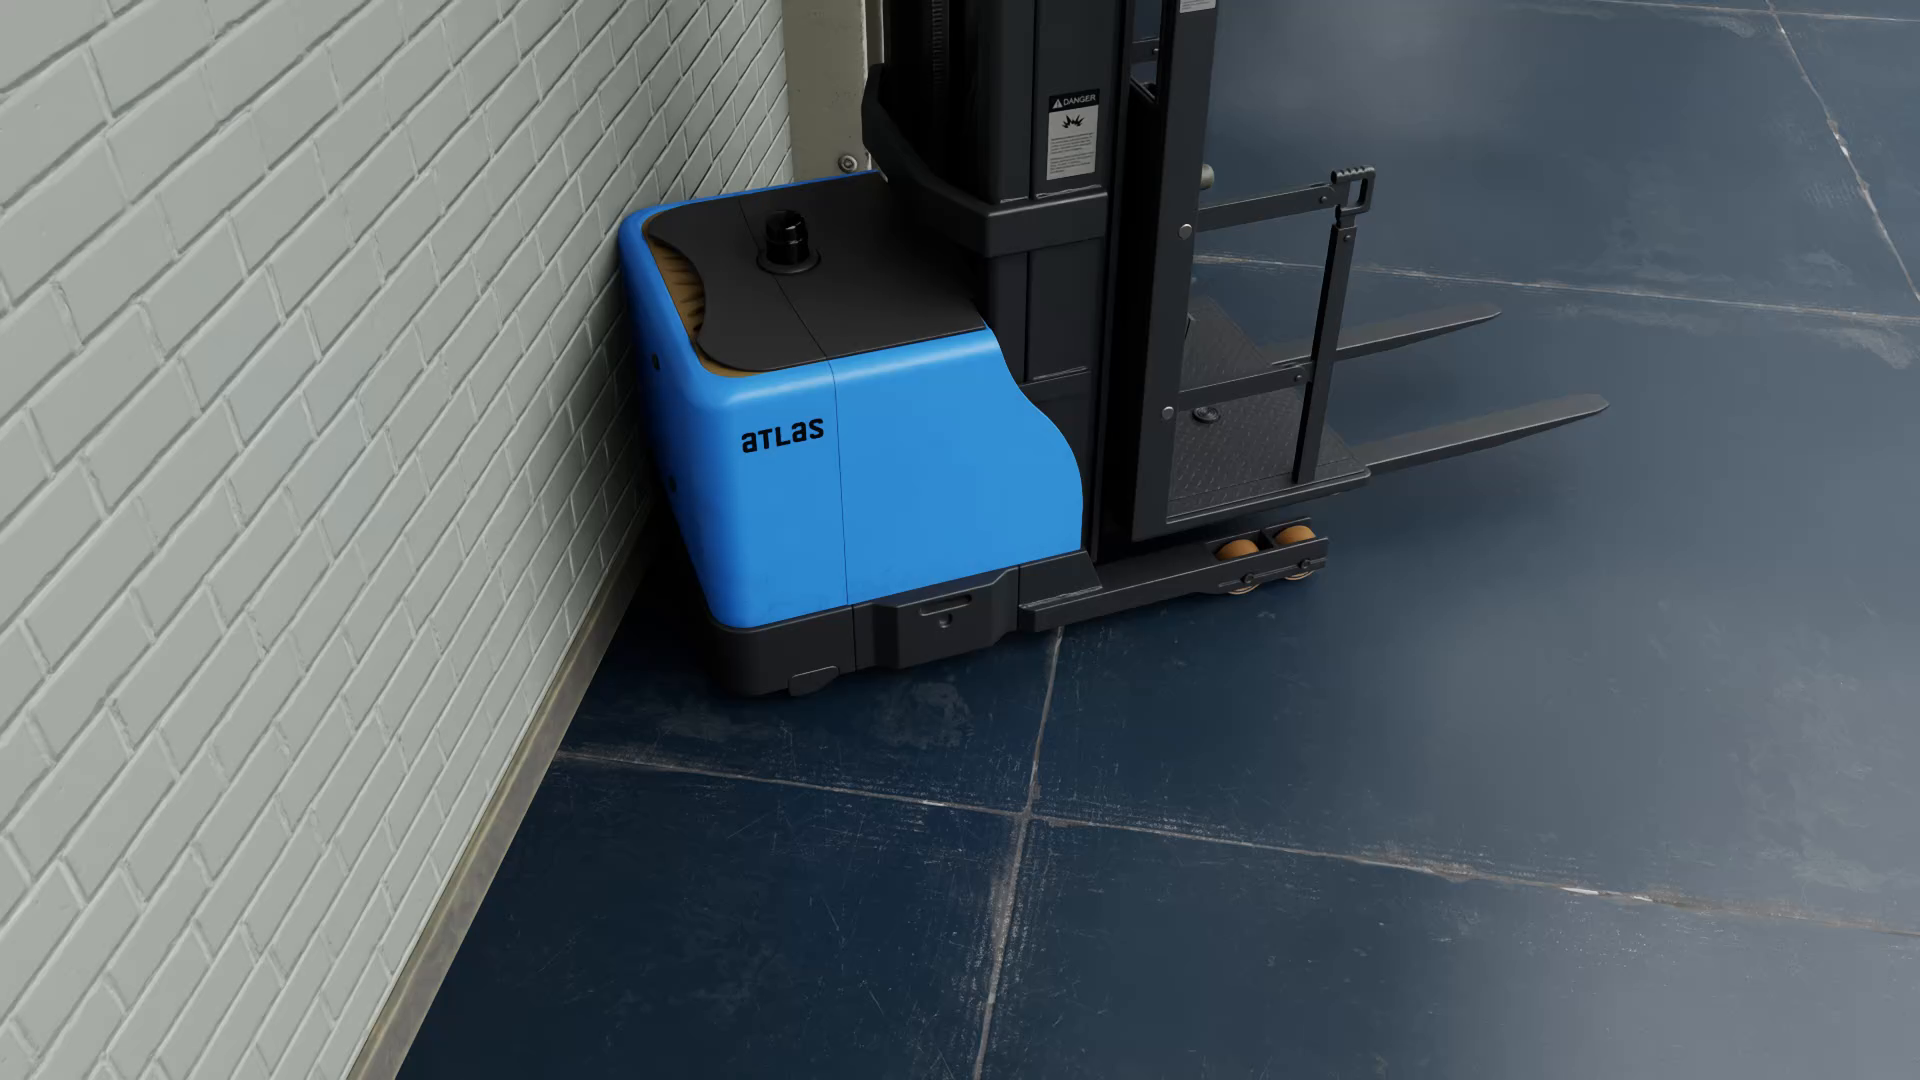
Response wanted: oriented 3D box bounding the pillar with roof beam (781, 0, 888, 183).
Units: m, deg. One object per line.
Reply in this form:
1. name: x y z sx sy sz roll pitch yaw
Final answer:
1. pillar with roof beam: 3.768 -4.282 3.367 9.100 9.000 0.400 6 40 8

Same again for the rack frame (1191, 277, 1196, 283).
1. rack frame: 0.261 -0.772 5.952 1.200 0.240 0.006 -8 40 -9

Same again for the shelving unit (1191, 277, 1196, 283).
1. shelving unit: 0.280 -0.715 5.883 1.200 0.258 0.189 -8 40 -9

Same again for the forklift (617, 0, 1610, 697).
1. forklift: 0.592 -1.268 4.483 3.031 2.935 1.130 -13 41 -15
